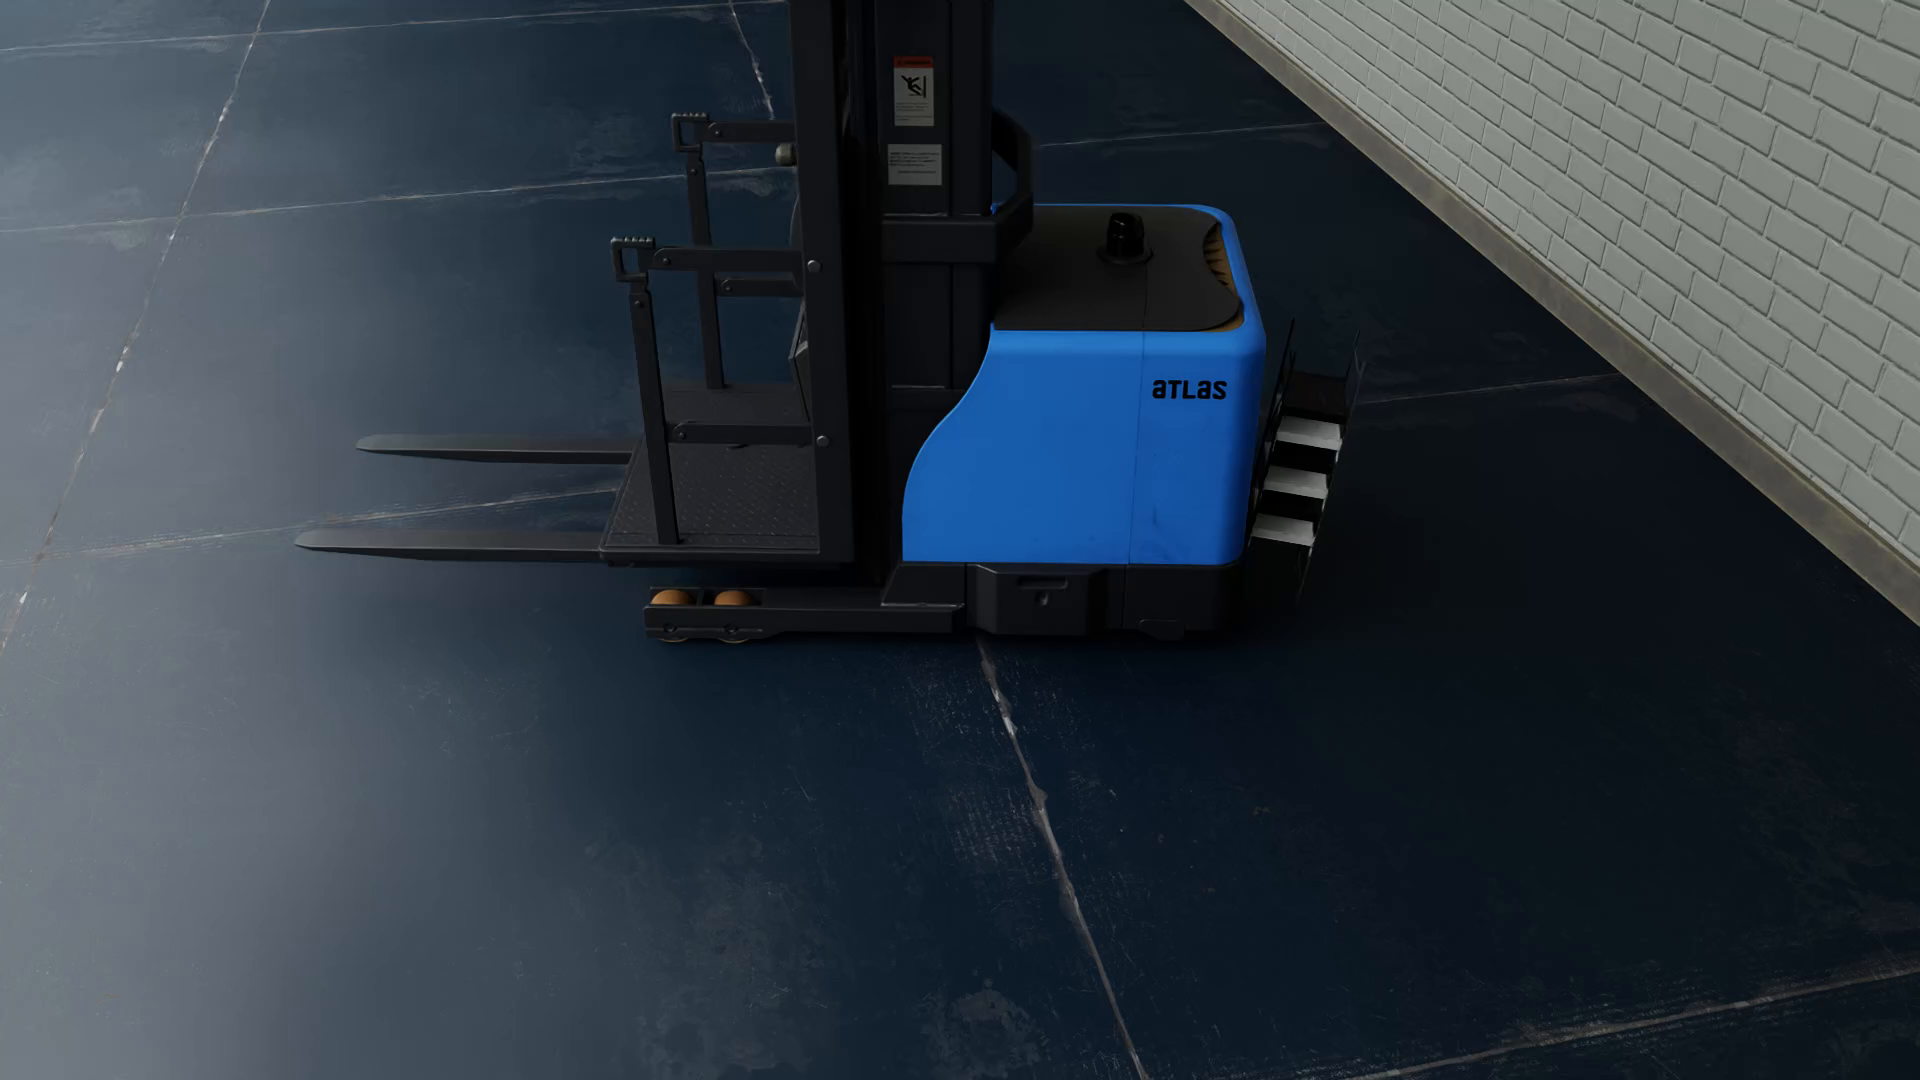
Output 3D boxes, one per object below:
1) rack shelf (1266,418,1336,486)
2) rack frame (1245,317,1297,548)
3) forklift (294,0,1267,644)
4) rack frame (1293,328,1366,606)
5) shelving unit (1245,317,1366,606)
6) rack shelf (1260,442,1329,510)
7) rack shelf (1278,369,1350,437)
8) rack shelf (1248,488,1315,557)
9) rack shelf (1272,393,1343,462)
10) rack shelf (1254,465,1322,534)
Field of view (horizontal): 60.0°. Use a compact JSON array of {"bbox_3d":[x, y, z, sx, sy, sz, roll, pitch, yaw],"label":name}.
[{"bbox_3d":[1.070,-0.283,5.246,0.200,0.077,0.258,10,35,3],"label":"rack shelf"},{"bbox_3d":[0.964,-0.253,5.284,0.006,0.900,0.240,10,35,3],"label":"rack frame"},{"bbox_3d":[-0.616,-1.184,4.884,3.031,2.935,1.130,1,34,1],"label":"forklift"},{"bbox_3d":[1.164,-0.220,5.274,0.006,0.900,0.240,10,35,3],"label":"rack frame"},{"bbox_3d":[1.064,-0.237,5.279,0.210,0.900,0.258,10,35,3],"label":"shelving unit"},{"bbox_3d":[1.061,-0.209,5.297,0.200,0.077,0.258,10,35,3],"label":"rack shelf"},{"bbox_3d":[1.090,-0.430,5.145,0.200,0.077,0.258,10,35,3],"label":"rack shelf"},{"bbox_3d":[1.041,-0.062,5.399,0.200,0.077,0.258,10,35,3],"label":"rack shelf"},{"bbox_3d":[1.080,-0.356,5.195,0.200,0.077,0.258,10,35,3],"label":"rack shelf"},{"bbox_3d":[1.051,-0.136,5.348,0.200,0.077,0.258,10,35,3],"label":"rack shelf"}]
